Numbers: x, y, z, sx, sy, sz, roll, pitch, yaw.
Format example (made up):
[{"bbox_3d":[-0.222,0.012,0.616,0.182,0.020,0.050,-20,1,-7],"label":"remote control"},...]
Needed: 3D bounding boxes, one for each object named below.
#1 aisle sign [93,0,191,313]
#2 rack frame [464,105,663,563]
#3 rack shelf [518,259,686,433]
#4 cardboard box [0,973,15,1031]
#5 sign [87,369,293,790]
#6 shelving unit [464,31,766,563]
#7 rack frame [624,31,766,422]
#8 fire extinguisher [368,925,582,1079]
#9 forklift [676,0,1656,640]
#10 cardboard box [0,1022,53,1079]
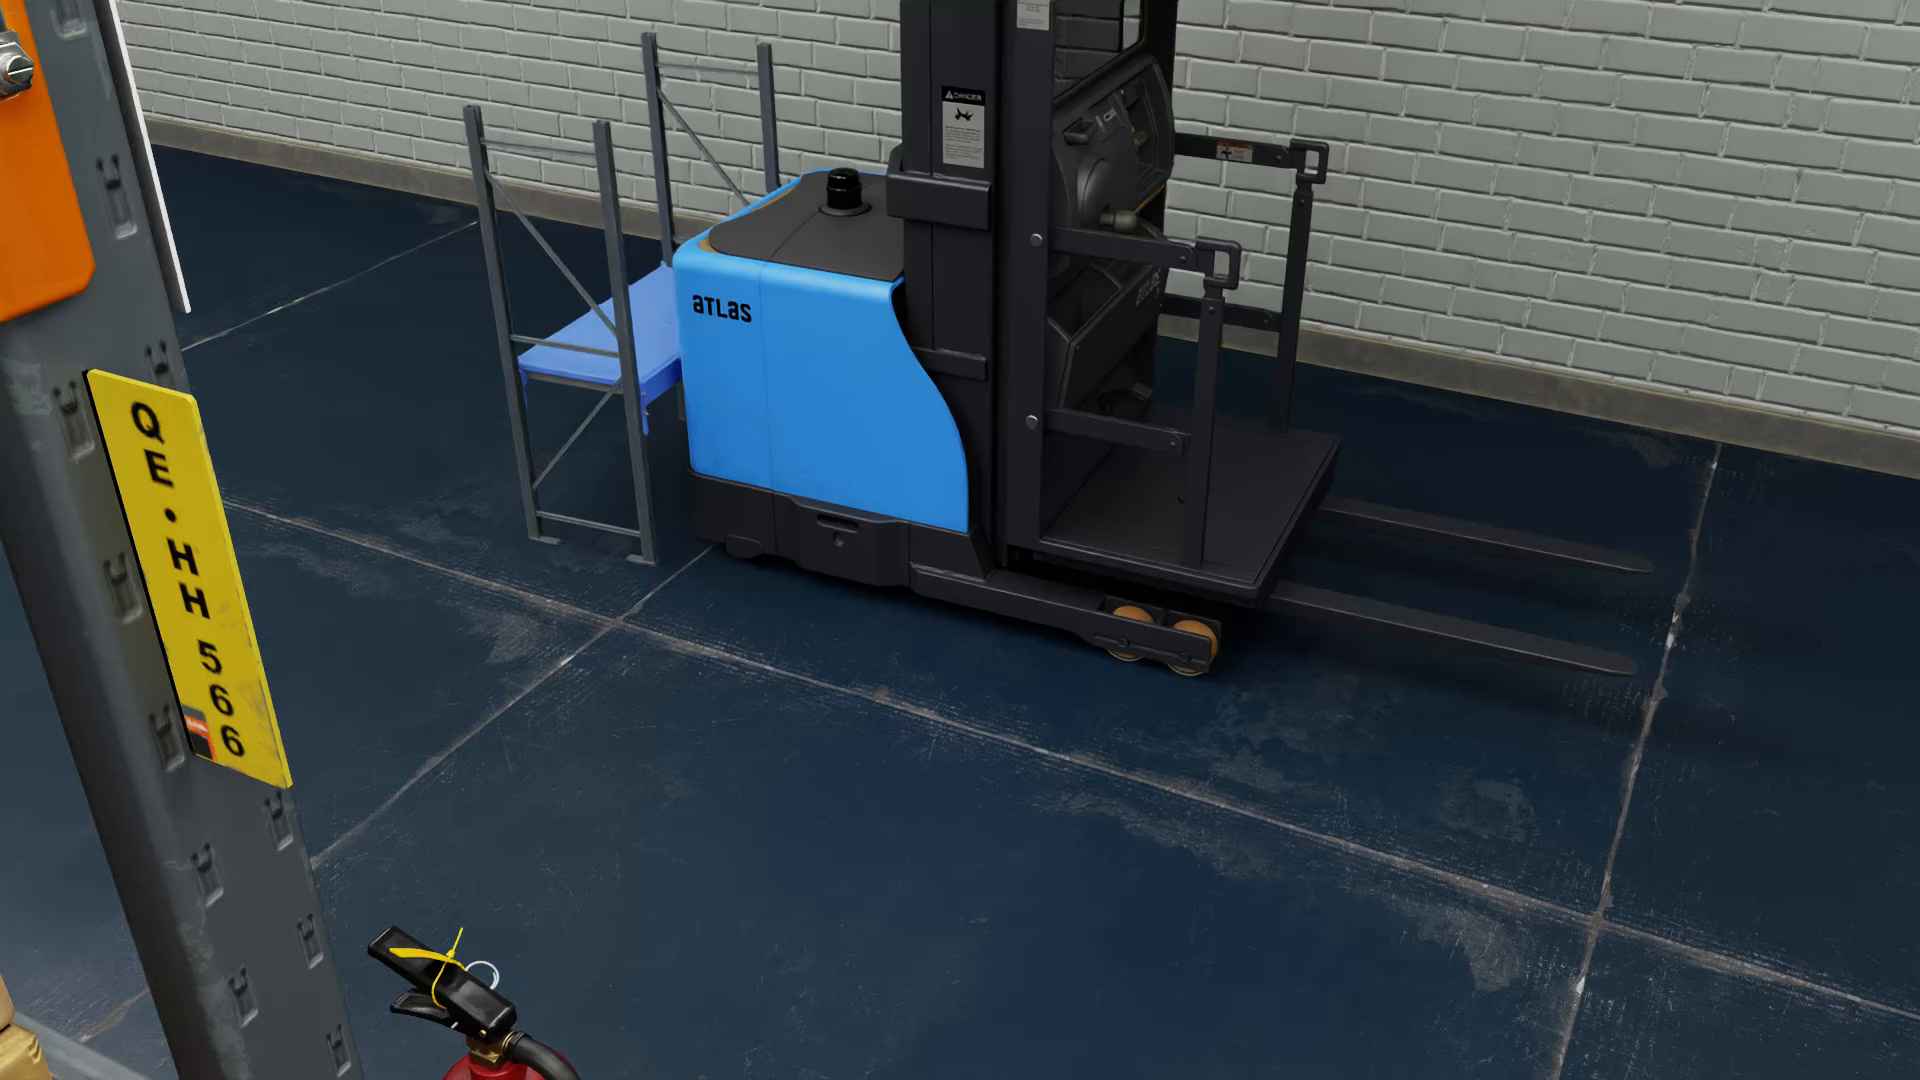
[{"bbox_3d":[-0.734,-0.551,1.087,0.394,0.787,0.004,14,33,23],"label":"aisle sign"},{"bbox_3d":[-1.249,-0.619,5.321,0.500,1.500,0.032,9,31,15],"label":"rack frame"},{"bbox_3d":[-1.094,-0.704,5.831,0.538,0.185,1.000,9,31,15],"label":"rack shelf"},{"bbox_3d":[-1.022,0.194,0.997,0.500,0.500,0.500,14,33,22],"label":"cardboard box"},{"bbox_3d":[-0.550,0.036,1.195,0.100,0.325,0.005,14,33,23],"label":"sign"},{"bbox_3d":[-1.094,-0.860,5.741,0.538,1.500,1.048,9,31,15],"label":"shelving unit"},{"bbox_3d":[-0.939,-1.101,6.161,0.500,1.500,0.032,9,31,15],"label":"rack frame"},{"bbox_3d":[-0.509,0.729,1.921,0.296,0.674,0.183,14,33,23],"label":"fire extinguisher"},{"bbox_3d":[0.692,-1.243,4.971,3.031,2.935,1.130,4,30,8],"label":"forklift"},{"bbox_3d":[-1.010,0.626,1.249,0.500,0.500,0.500,15,33,24],"label":"cardboard box"}]
